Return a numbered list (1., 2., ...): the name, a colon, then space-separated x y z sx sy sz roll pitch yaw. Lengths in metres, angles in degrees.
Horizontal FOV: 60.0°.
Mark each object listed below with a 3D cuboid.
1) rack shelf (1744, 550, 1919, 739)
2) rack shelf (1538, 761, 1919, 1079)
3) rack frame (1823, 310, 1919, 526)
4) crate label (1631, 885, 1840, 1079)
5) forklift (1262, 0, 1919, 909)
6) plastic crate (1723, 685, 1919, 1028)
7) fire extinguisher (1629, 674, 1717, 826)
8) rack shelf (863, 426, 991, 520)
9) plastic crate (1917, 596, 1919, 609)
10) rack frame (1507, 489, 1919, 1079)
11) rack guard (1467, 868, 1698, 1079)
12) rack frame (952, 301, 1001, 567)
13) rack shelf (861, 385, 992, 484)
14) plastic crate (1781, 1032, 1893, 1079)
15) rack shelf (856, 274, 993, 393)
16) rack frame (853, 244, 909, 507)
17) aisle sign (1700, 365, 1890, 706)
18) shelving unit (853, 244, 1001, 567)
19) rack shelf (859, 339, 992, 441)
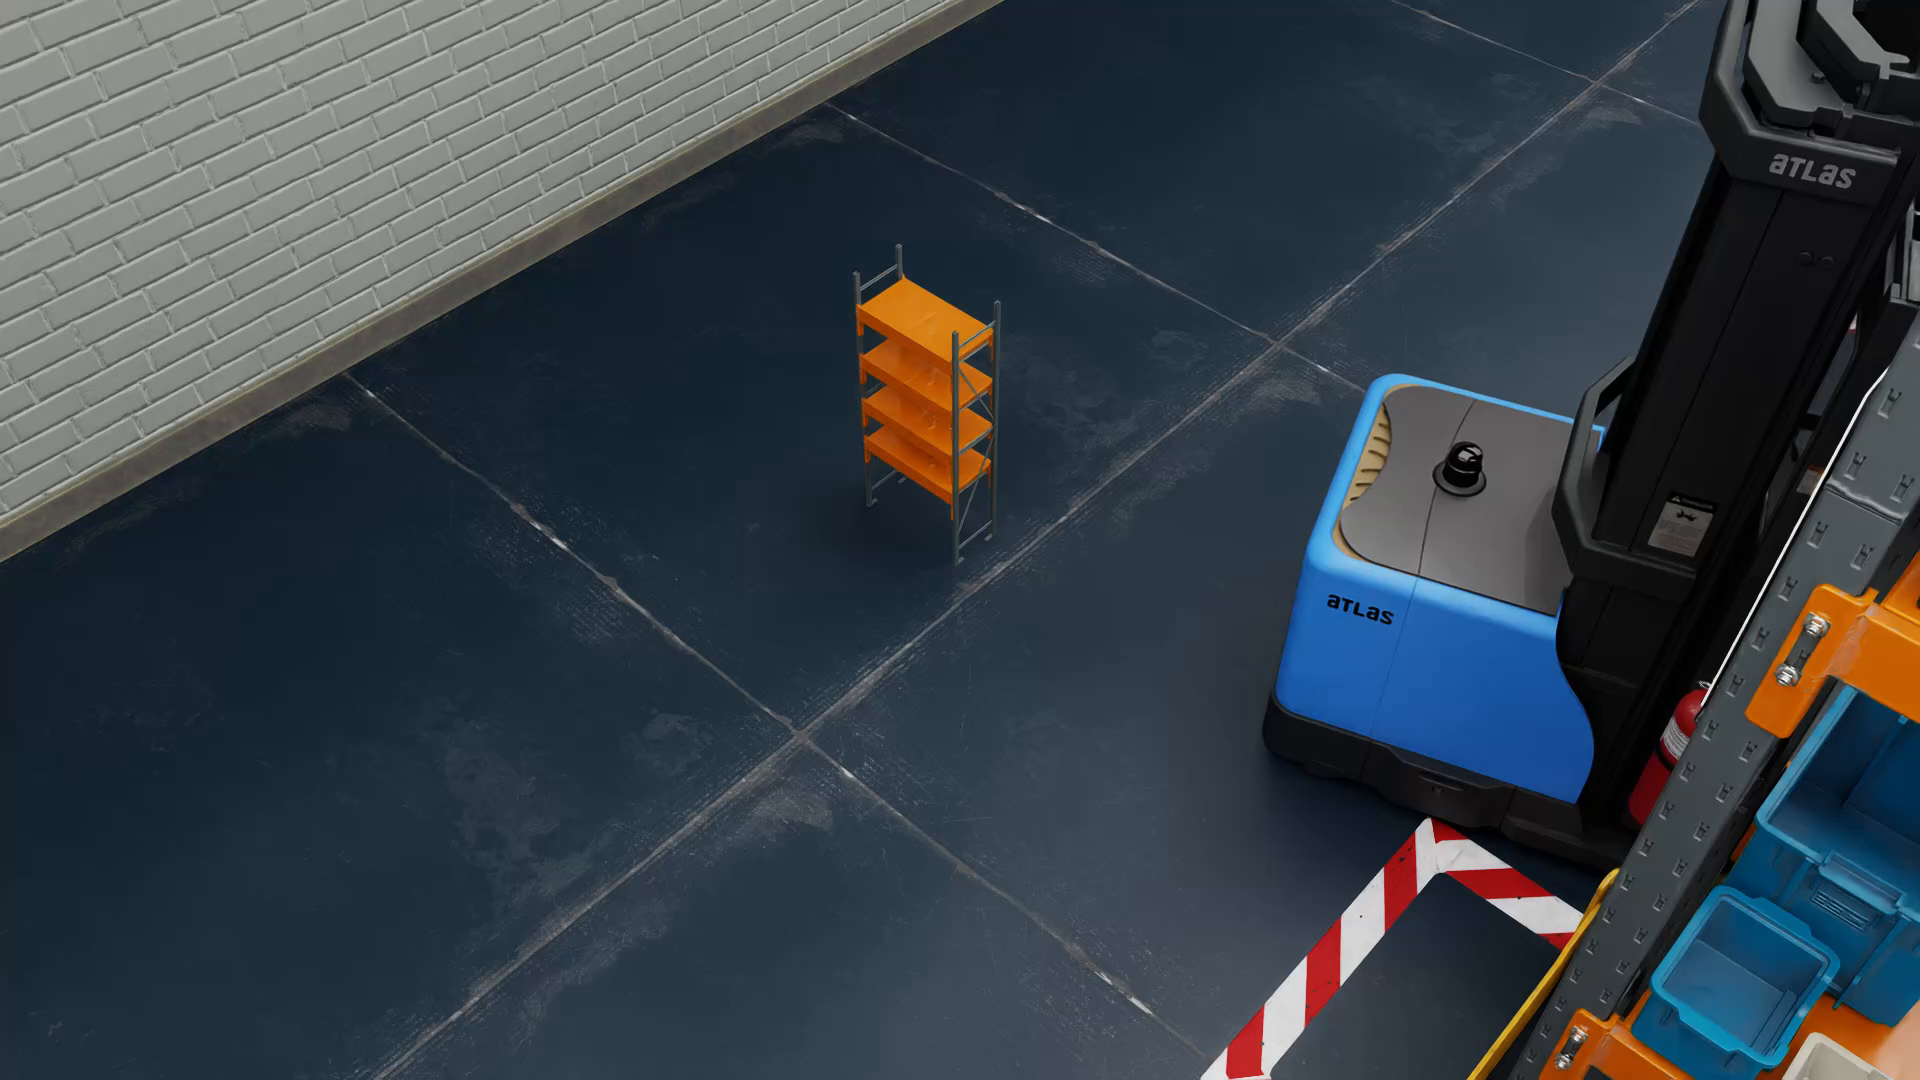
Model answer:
1. rack shelf: 3.264 0.915 2.270 4.000 0.370 1.077 34 55 28
2. rack shelf: 3.264 1.941 3.363 4.000 0.370 1.077 34 55 28
3. rack frame: 1.794 -1.347 1.842 0.127 3.000 1.000 34 55 28
4. crate label: 1.752 1.041 3.788 0.303 0.233 0.416 34 55 28
5. forklift: 2.654 -0.126 4.858 3.031 2.935 1.130 17 49 16
6. plastic crate: 2.167 0.739 3.933 0.499 0.435 0.616 34 55 28
7. fire extinguisher: 1.991 0.542 4.492 0.183 0.674 0.296 34 55 28
8. rack shelf: -0.122 -0.311 6.583 0.480 0.148 0.258 34 55 28
9. plastic crate: 1.888 0.064 2.665 0.590 0.269 0.497 34 55 28
10. rack frame: 1.794 0.706 4.029 0.127 3.000 1.000 34 55 28
11. rack guard: 1.767 1.557 4.945 0.348 0.500 1.175 34 55 28
12. rack frame: 0.058 -0.372 6.276 0.015 1.200 0.240 34 55 28
13. rack shelf: -0.122 -0.446 6.438 0.480 0.148 0.258 34 55 28
14. plastic crate: 1.932 1.277 3.633 0.298 0.136 0.250 34 55 28
15. rack shelf: -0.122 -0.762 6.103 0.480 0.148 0.258 34 55 28
16. rack frame: -0.301 -0.613 6.503 0.015 1.200 0.240 34 55 28
17. aisle sign: 1.540 -0.060 2.966 0.004 0.787 0.394 34 55 28
18. shelving unit: -0.122 -0.493 6.389 0.503 1.200 0.258 34 55 28
19. rack shelf: -0.122 -0.600 6.275 0.480 0.148 0.258 34 55 28
